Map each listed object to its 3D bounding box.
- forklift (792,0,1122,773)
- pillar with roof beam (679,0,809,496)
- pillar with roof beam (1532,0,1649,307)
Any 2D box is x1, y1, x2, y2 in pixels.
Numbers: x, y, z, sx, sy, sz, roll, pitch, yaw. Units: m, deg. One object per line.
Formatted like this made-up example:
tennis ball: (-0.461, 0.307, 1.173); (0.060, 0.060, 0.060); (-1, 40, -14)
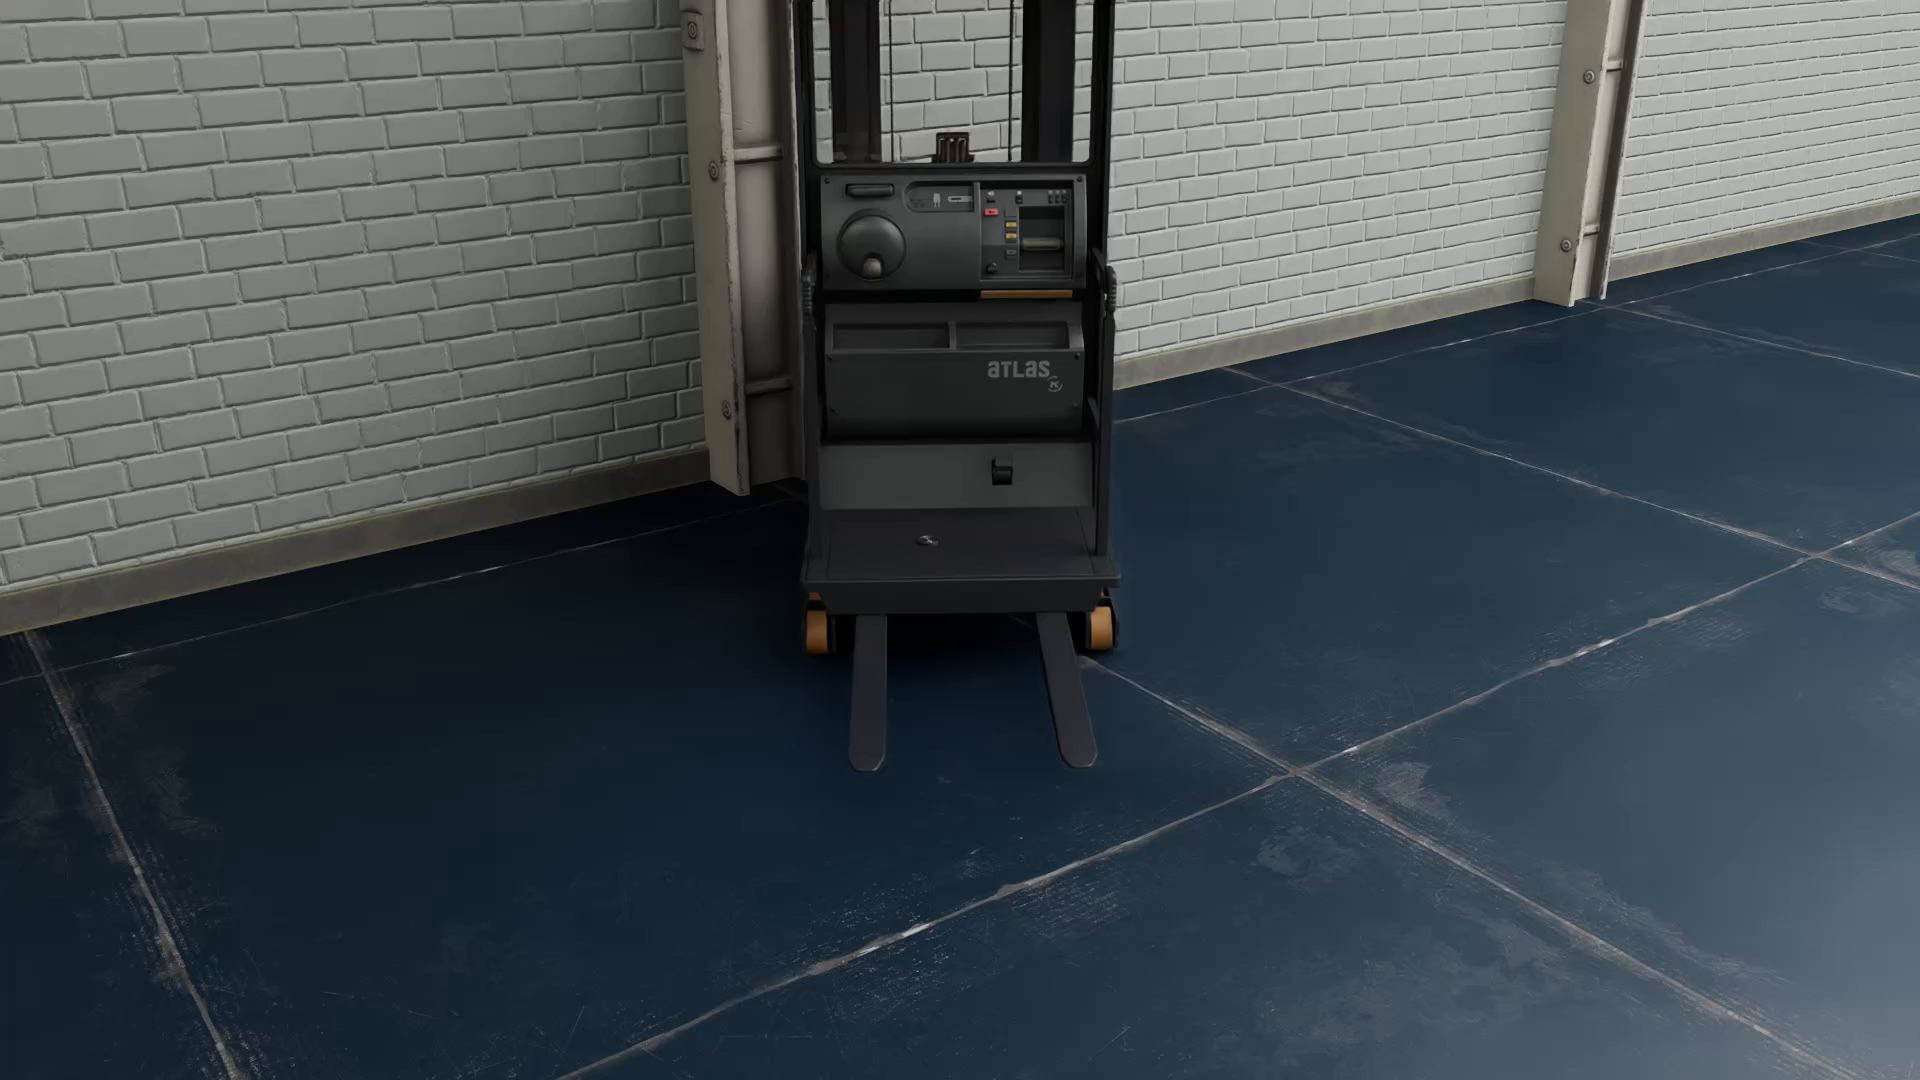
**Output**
forklift: (-0.012, -1.071, 5.626); (1.130, 2.935, 3.031); (-1, 22, -2)
pillar with roof beam: (1.608, -3.167, 2.691); (0.400, 9.000, 9.100); (-15, 26, -33)
pillar with roof beam: (6.478, -4.466, 5.946); (0.400, 9.000, 9.100); (-15, 26, -33)
